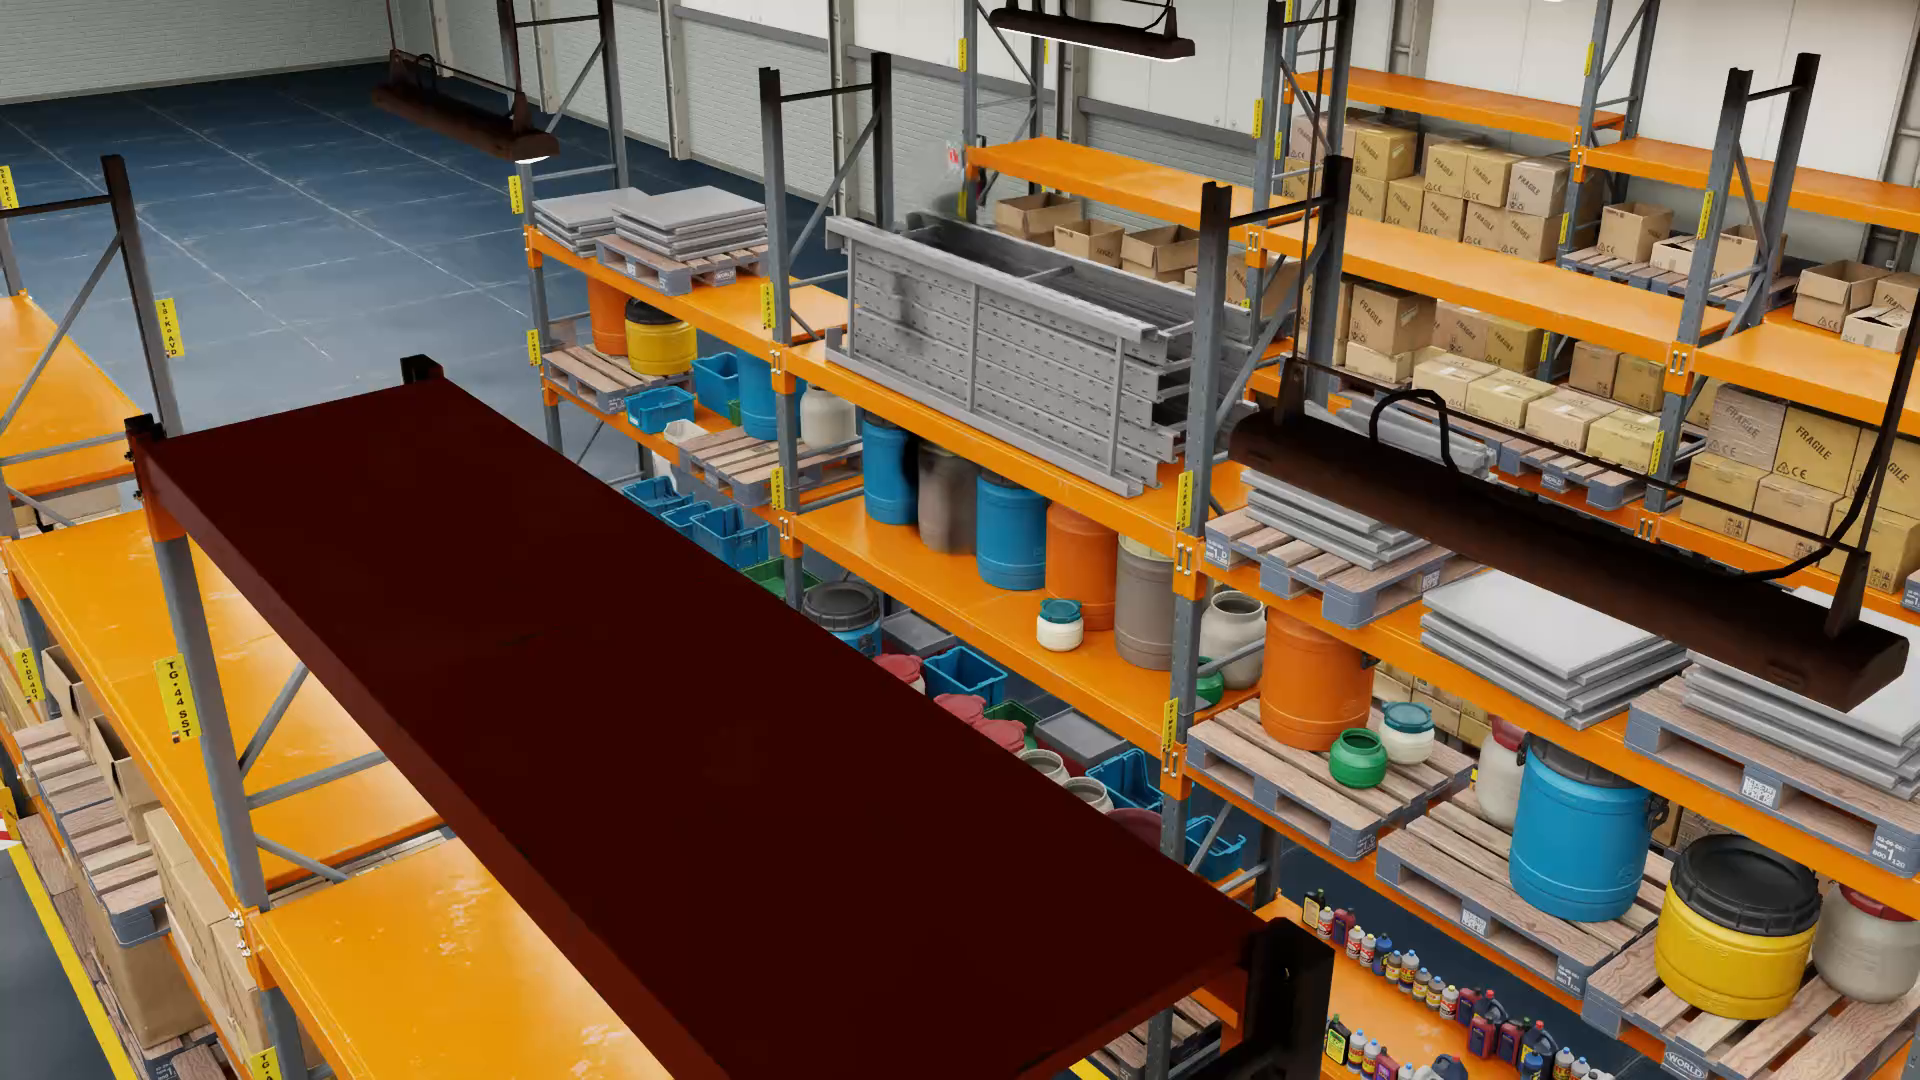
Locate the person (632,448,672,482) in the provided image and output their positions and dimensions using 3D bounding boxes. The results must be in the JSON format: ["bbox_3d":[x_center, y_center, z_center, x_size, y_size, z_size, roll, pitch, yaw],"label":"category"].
[{"bbox_3d":[-3.251,-0.519,17.350,0.551,1.715,0.719,10,28,20],"label":"person"}]
